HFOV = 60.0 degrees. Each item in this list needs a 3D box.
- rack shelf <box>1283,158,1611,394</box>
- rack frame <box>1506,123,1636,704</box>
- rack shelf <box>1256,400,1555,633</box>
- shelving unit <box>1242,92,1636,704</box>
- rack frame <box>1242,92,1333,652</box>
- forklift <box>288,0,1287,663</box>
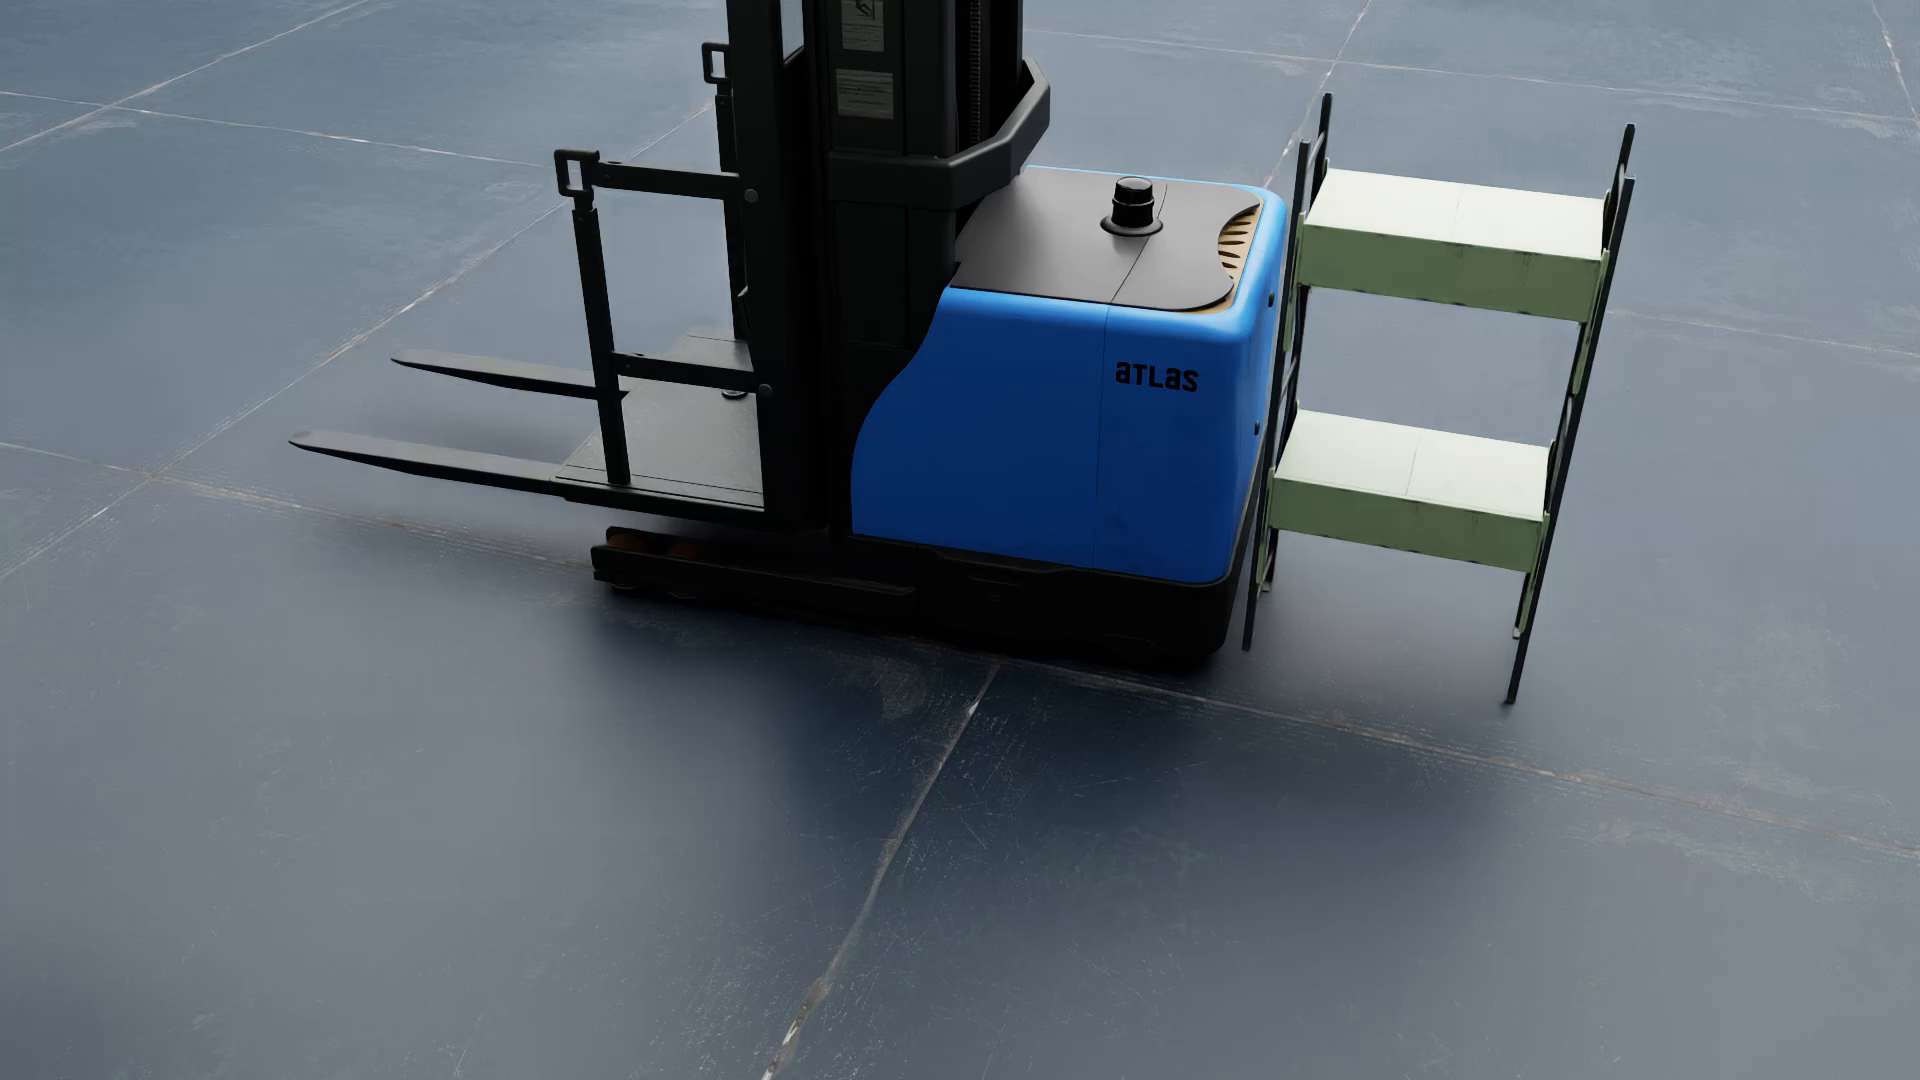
[{"bbox_3d":[1.228,-0.678,4.198,0.720,0.370,0.431,11,34,16],"label":"rack shelf"},{"bbox_3d":[1.574,-0.286,4.310,0.023,1.500,0.400,11,34,16],"label":"rack frame"},{"bbox_3d":[1.228,-0.076,4.587,0.720,0.370,0.431,11,34,16],"label":"rack shelf"},{"bbox_3d":[1.228,-0.350,4.410,0.755,1.500,0.431,11,34,16],"label":"shelving unit"},{"bbox_3d":[0.882,-0.415,4.510,0.023,1.500,0.400,11,34,16],"label":"rack frame"},{"bbox_3d":[-0.608,-1.321,4.594,3.031,2.935,1.130,8,34,13],"label":"forklift"}]
